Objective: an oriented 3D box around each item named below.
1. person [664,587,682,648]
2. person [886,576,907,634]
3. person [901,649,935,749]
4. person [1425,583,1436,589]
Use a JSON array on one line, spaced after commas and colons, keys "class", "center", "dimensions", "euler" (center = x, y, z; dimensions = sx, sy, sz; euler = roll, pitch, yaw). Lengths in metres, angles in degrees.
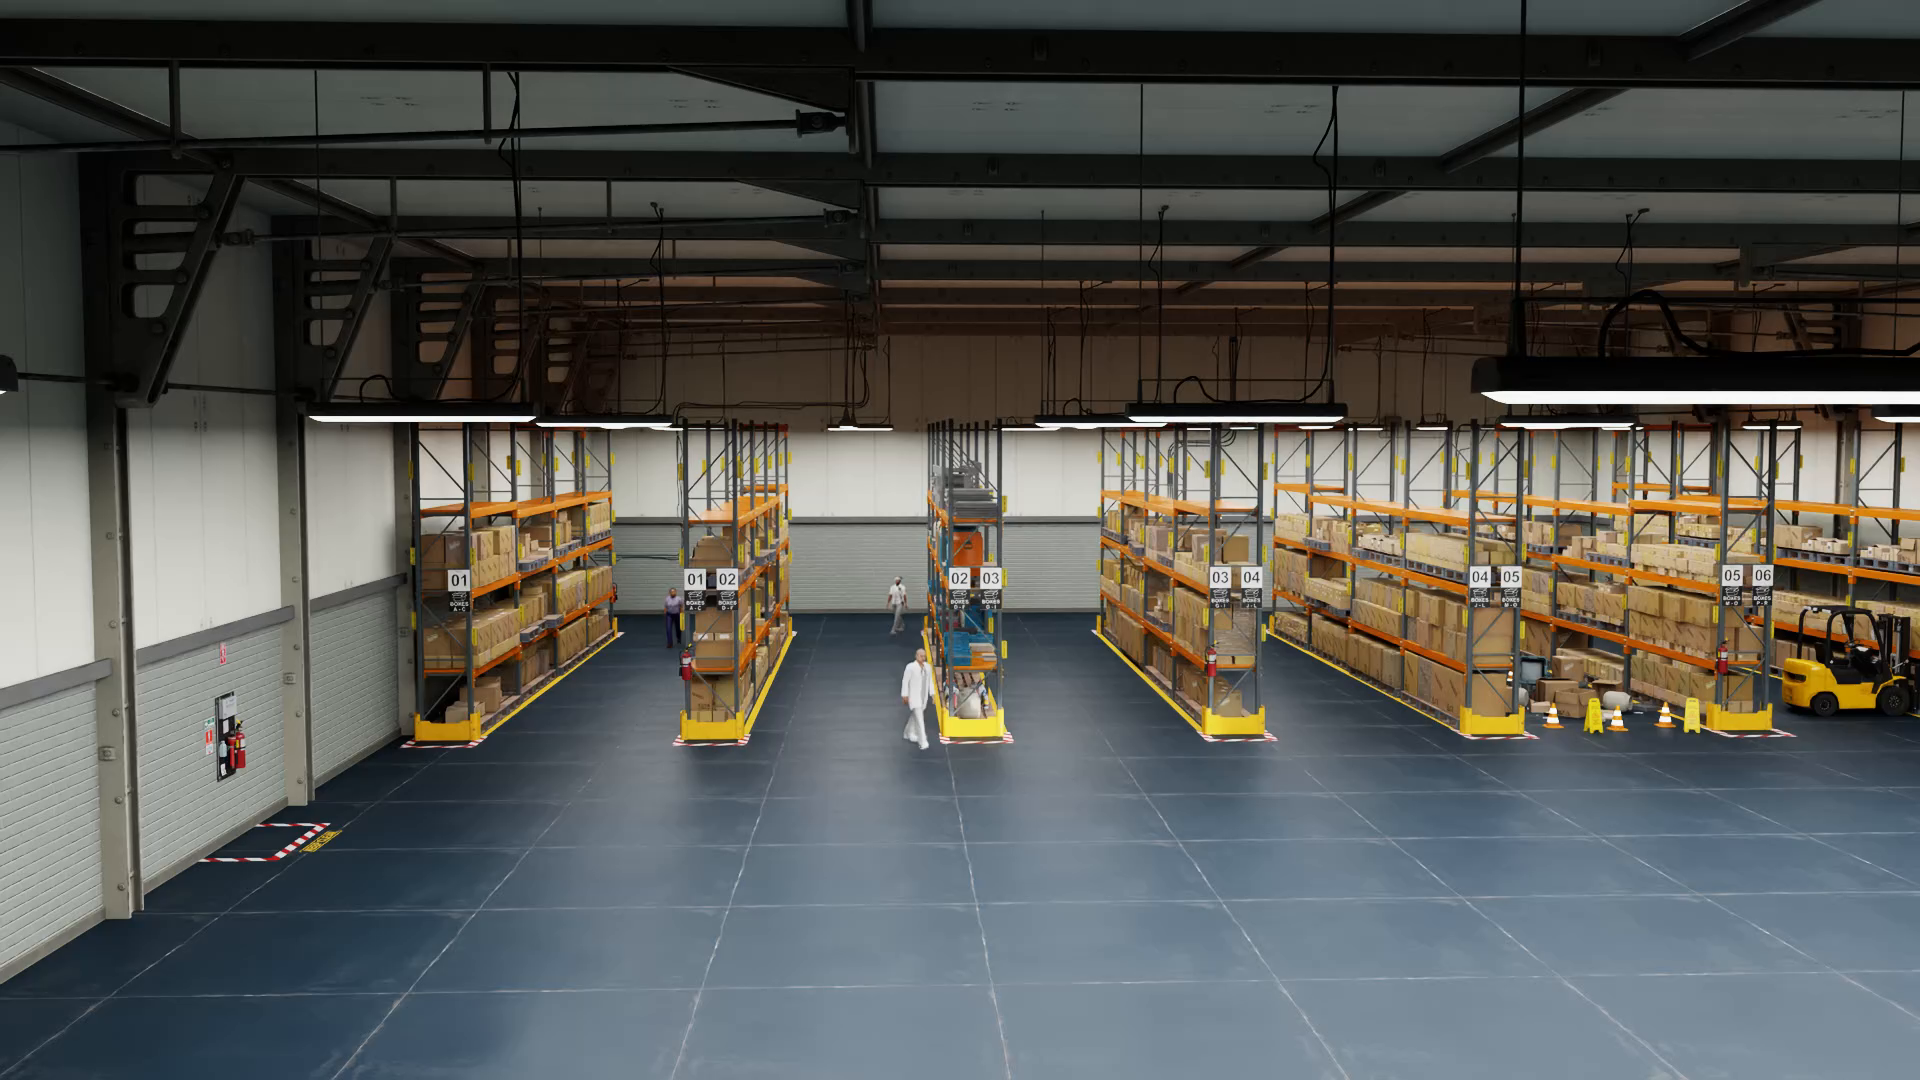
[{"class": "person", "center": [-7.674, 2.072, 44.533], "dimensions": [0.483, 1.572, 0.838], "euler": [0, 4, -4]}, {"class": "person", "center": [-1.829, 1.828, 47.699], "dimensions": [0.468, 1.628, 0.998], "euler": [2, 4, 32]}, {"class": "person", "center": [-0.746, 2.878, 30.570], "dimensions": [0.954, 1.754, 0.600], "euler": [4, 5, 44]}, {"class": "person", "center": [12.939, 1.927, 45.501], "dimensions": [0.536, 1.795, 0.534], "euler": [-3, 5, -36]}]
